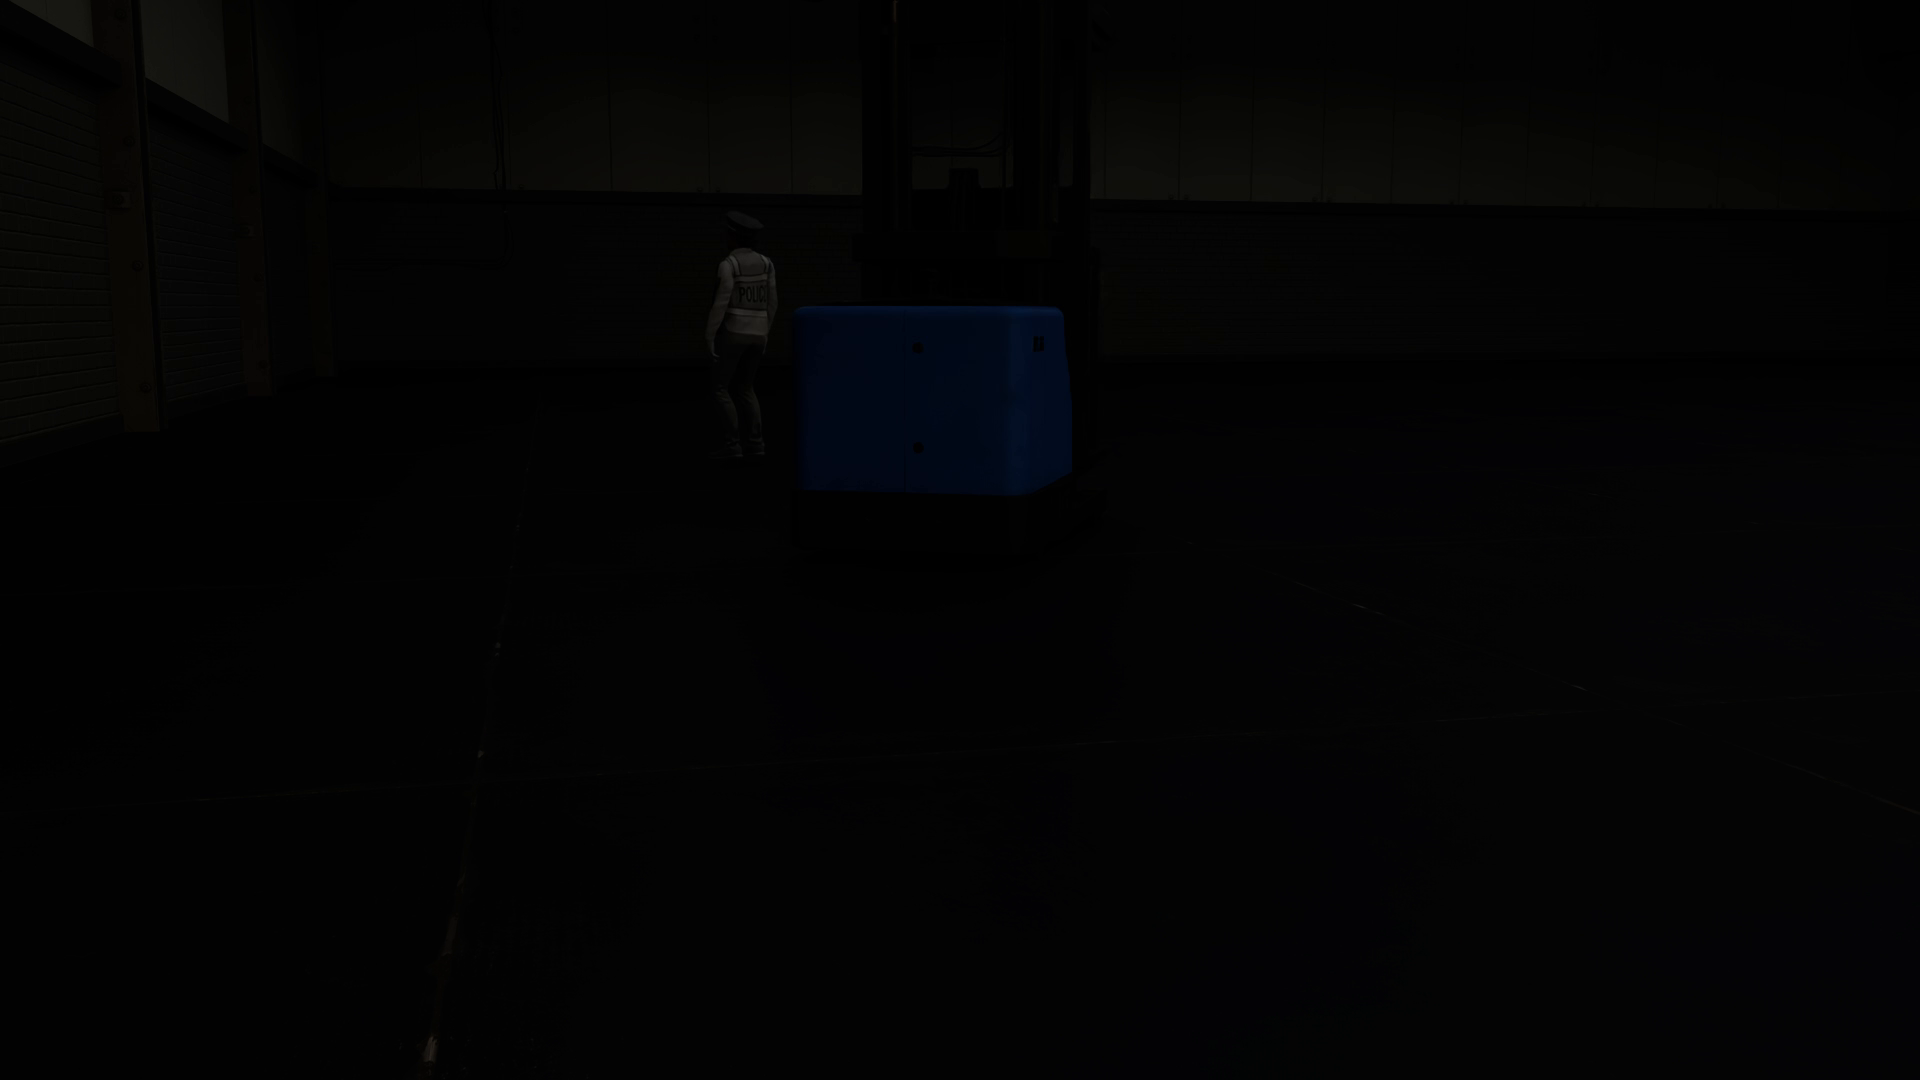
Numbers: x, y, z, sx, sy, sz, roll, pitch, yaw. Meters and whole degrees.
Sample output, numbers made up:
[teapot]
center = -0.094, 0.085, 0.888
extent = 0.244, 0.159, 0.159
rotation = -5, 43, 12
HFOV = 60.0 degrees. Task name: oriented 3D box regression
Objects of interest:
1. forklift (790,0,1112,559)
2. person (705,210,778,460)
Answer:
[forklift]
center = 0.129, -1.537, 8.114
extent = 1.130, 2.935, 3.031
rotation = 2, 8, 14
[person]
center = -1.510, -1.373, 11.242
extent = 0.497, 1.680, 0.572
rotation = 7, 11, 41
